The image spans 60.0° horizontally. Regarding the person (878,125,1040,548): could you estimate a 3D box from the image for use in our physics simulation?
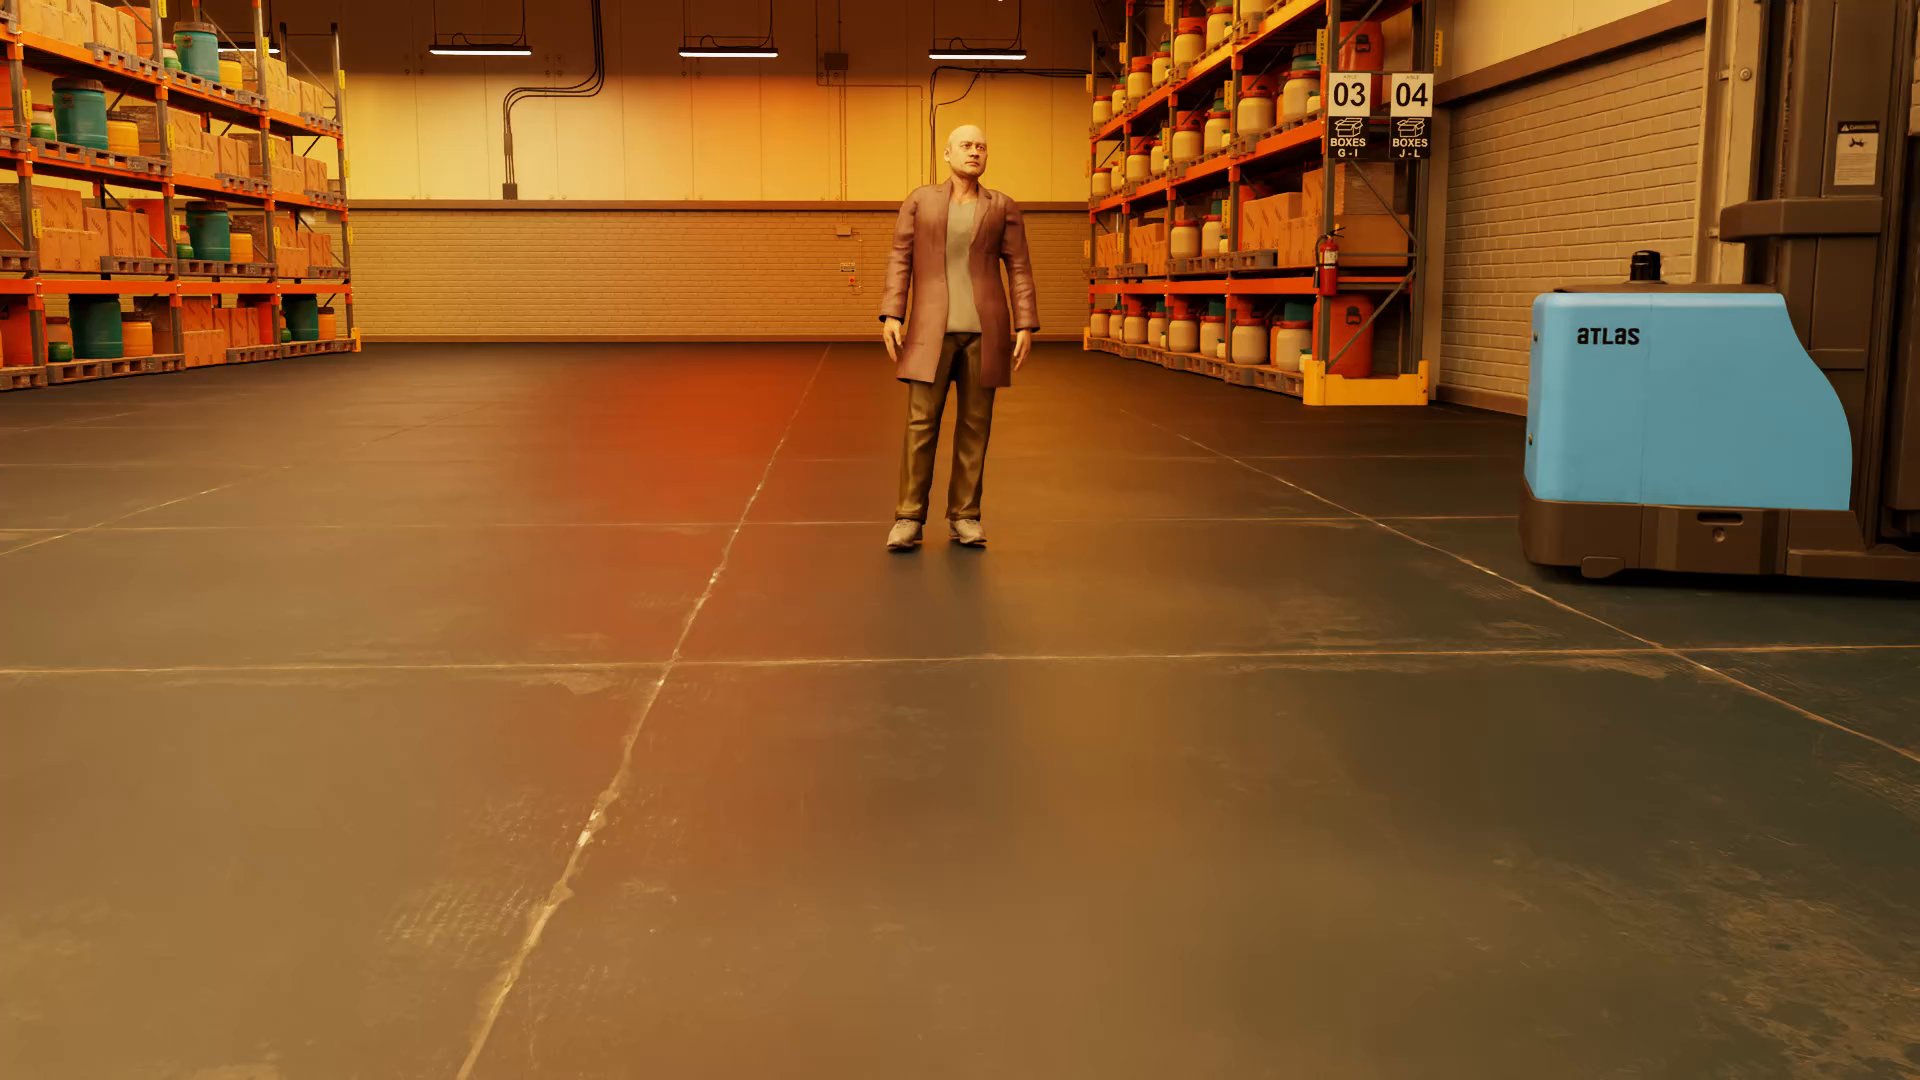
[{"bbox_3d":[0.002,-0.872,7.087,0.696,1.777,0.579,-1,8,-4],"label":"person"}]

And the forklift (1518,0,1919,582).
[{"bbox_3d":[3.726,-1.300,6.084,3.031,2.935,1.130,2,9,16],"label":"forklift"}]
